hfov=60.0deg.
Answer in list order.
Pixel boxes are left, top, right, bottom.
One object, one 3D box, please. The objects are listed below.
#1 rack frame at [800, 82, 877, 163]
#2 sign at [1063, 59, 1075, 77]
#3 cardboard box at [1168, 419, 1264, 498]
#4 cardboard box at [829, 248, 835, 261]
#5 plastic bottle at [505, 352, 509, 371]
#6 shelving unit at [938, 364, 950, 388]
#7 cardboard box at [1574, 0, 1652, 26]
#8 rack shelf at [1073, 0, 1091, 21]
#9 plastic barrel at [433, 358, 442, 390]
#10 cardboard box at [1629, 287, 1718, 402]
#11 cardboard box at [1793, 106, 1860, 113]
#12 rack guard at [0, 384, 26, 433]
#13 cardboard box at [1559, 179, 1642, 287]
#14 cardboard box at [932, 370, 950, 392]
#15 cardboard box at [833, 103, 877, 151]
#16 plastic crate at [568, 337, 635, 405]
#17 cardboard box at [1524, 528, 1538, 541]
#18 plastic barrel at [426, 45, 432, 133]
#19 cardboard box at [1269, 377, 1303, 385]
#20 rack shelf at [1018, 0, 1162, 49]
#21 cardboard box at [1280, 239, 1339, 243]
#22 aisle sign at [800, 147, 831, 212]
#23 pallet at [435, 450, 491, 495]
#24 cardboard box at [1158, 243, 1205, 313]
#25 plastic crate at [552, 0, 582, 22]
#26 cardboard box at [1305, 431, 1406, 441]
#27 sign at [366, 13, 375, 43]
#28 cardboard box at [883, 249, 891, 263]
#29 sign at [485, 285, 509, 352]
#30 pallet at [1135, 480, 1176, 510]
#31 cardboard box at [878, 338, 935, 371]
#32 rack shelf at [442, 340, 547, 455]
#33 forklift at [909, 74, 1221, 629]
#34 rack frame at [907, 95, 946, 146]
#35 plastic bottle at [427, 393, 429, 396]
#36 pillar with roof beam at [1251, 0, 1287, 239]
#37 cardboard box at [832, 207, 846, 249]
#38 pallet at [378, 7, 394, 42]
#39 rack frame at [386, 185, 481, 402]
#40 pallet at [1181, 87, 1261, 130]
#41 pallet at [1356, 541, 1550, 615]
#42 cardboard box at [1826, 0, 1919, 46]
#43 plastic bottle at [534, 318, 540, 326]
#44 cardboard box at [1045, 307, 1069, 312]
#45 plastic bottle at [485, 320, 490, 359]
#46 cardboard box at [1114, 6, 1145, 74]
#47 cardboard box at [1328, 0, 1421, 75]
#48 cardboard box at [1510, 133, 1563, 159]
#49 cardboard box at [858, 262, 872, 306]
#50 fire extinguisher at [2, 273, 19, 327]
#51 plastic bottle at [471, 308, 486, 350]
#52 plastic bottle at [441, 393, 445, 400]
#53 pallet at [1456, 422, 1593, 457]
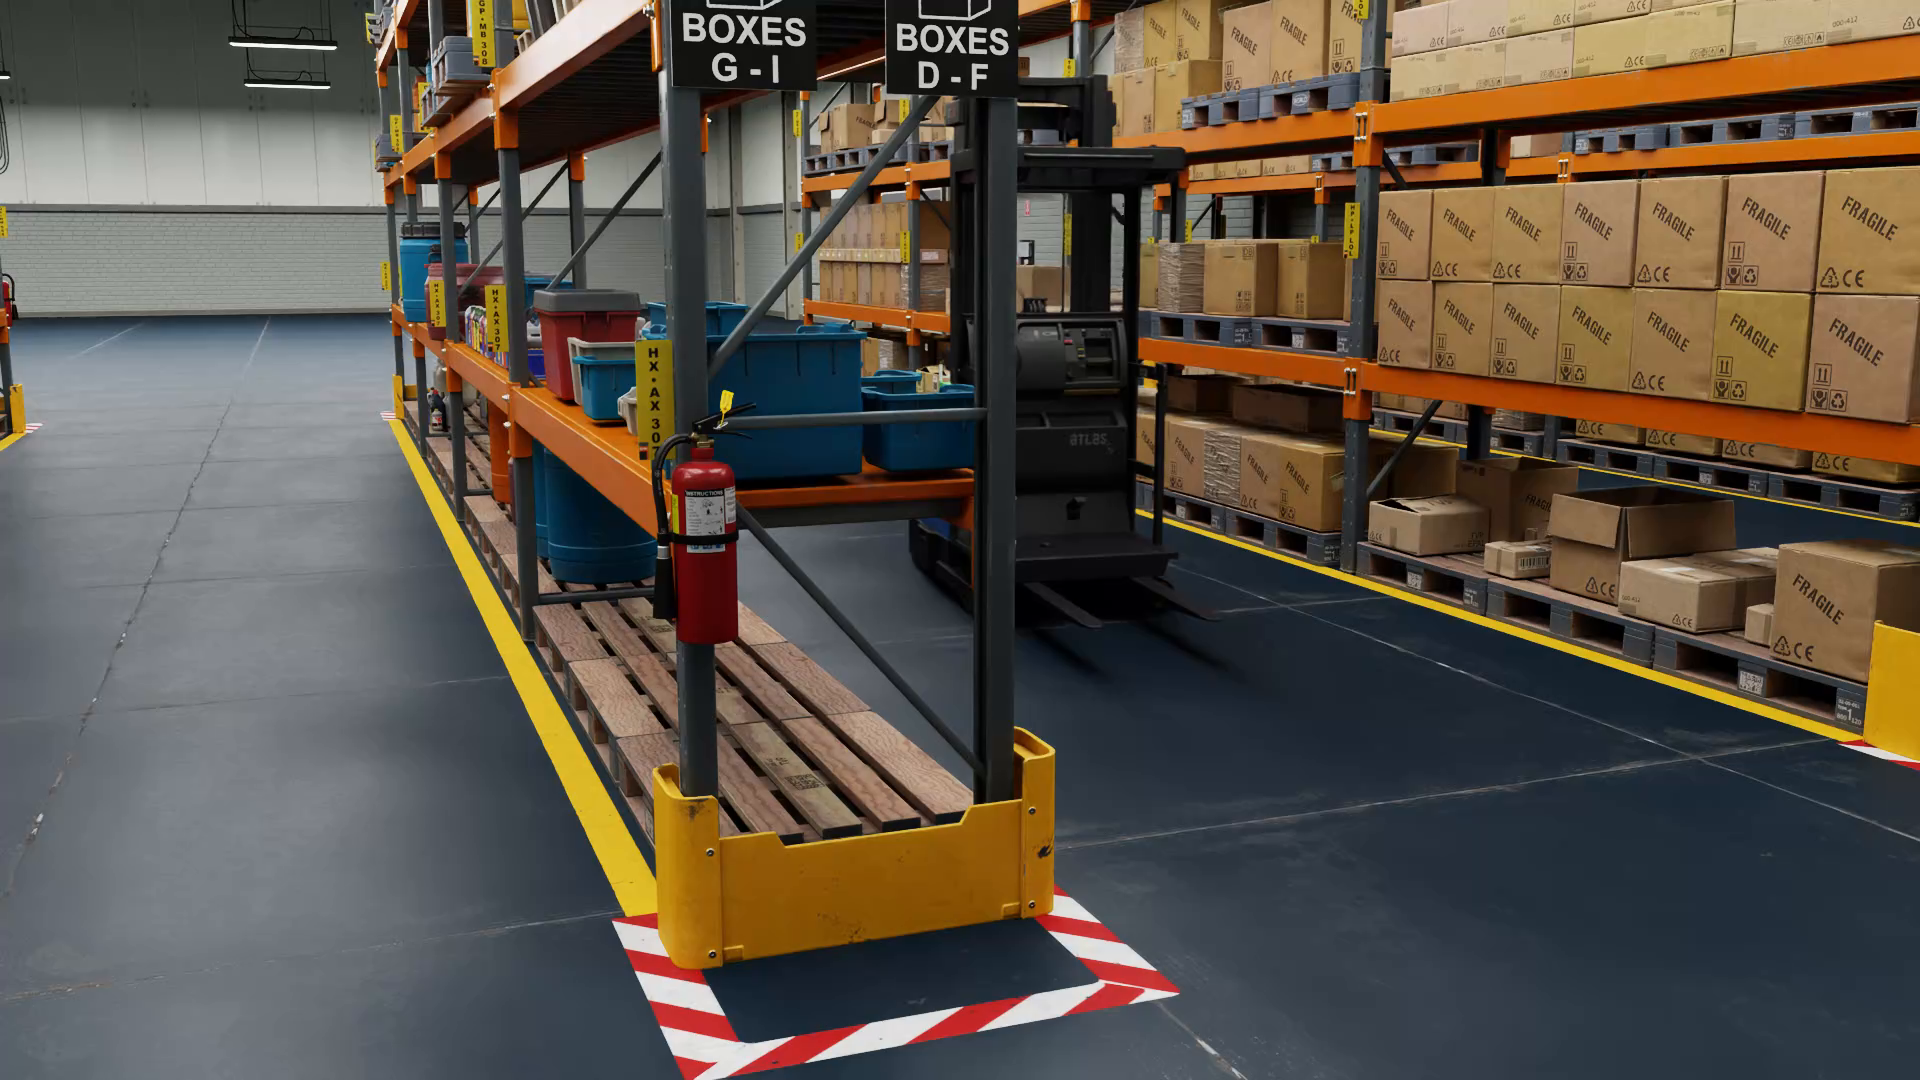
[{"bbox_3d":[-1.503,-6.217,20.675,1.000,3.000,0.127,-4,11,-21],"label":"rack frame"},{"bbox_3d":[0.876,-3.694,13.354,0.100,0.325,0.005,-4,11,-21],"label":"sign"},{"bbox_3d":[1.861,-0.599,12.103,0.500,0.500,0.500,-4,11,-23],"label":"cardboard box"},{"bbox_3d":[-1.374,-3.470,20.227,0.380,0.149,0.250,-4,11,-21],"label":"cardboard box"},{"bbox_3d":[-2.477,-1.126,9.326,0.144,0.351,0.185,-4,11,-21],"label":"plastic bottle"},{"bbox_3d":[0.060,-0.564,11.163,0.258,1.200,0.503,-4,11,-21],"label":"shelving unit"},{"bbox_3d":[3.325,-2.613,7.981,0.500,0.250,0.500,-4,11,-21],"label":"cardboard box"},{"bbox_3d":[2.121,-4.034,11.597,1.077,0.370,4.000,-4,11,-21],"label":"rack shelf"},{"bbox_3d":[-5.811,-1.829,19.041,0.421,0.512,0.421,0,10,0],"label":"plastic barrel"},{"bbox_3d":[3.512,-0.923,7.758,0.500,0.500,0.500,-4,11,-20],"label":"cardboard box"},{"bbox_3d":[6.983,-3.600,12.984,0.700,0.500,0.500,-4,11,-22],"label":"cardboard box"},{"bbox_3d":[-10.710,-1.392,17.819,1.175,0.500,0.348,-4,11,-21],"label":"rack guard"},{"bbox_3d":[3.316,-1.499,8.141,0.500,0.500,0.500,-4,11,-19],"label":"cardboard box"},{"bbox_3d":[0.041,-1.574,16.756,0.500,0.311,0.500,-4,11,-22],"label":"cardboard box"},{"bbox_3d":[-1.156,-4.777,19.259,0.500,0.500,0.500,-4,11,-21],"label":"cardboard box"},{"bbox_3d":[-1.391,-0.701,6.963,0.437,0.282,0.530,-4,11,-21],"label":"plastic crate"},{"bbox_3d":[3.508,0.015,9.656,0.380,0.149,0.250,-4,11,-21],"label":"cardboard box"},{"bbox_3d":[-4.932,-4.396,16.374,0.600,0.901,0.708,-4,11,-21],"label":"plastic barrel"},{"bbox_3d":[4.149,-2.078,20.419,0.500,0.500,0.500,-5,11,-25],"label":"cardboard box"},{"bbox_3d":[0.671,-4.686,15.267,1.077,0.370,4.000,-4,11,-21],"label":"rack shelf"},{"bbox_3d":[4.103,-3.288,19.570,0.500,0.500,0.500,-4,11,-21],"label":"cardboard box"},{"bbox_3d":[-1.812,-4.534,20.924,0.394,0.787,0.004,-4,11,-21],"label":"aisle sign"},{"bbox_3d":[-3.905,-0.599,14.182,1.003,0.211,1.213,-4,11,-21],"label":"pallet"},{"bbox_3d":[1.883,-1.956,12.369,0.700,0.500,0.500,-2,10,-10],"label":"cardboard box"},{"bbox_3d":[-1.303,-2.006,6.323,0.437,0.136,0.530,-4,11,-21],"label":"plastic crate"},{"bbox_3d":[2.694,-0.471,11.386,0.500,0.500,0.500,-4,11,-20],"label":"cardboard box"},{"bbox_3d":[-6.635,-5.766,18.737,0.100,0.325,0.005,-4,11,-21],"label":"sign"},{"bbox_3d":[-0.633,-3.136,18.345,0.380,0.149,0.250,-4,11,-21],"label":"cardboard box"},{"bbox_3d":[-2.286,-1.092,8.206,0.100,0.325,0.005,-4,11,-21],"label":"sign"},{"bbox_3d":[1.632,-0.460,13.405,1.003,0.211,1.213,-4,11,-21],"label":"pallet"},{"bbox_3d":[-0.595,-1.977,18.479,0.500,0.500,0.500,-4,11,-21],"label":"cardboard box"},{"bbox_3d":[-2.497,-0.963,10.323,1.077,0.370,4.000,-4,11,-21],"label":"rack shelf"},{"bbox_3d":[0.547,-1.083,9.139,1.130,2.935,3.031,-3,10,-15],"label":"forklift"},{"bbox_3d":[-0.053,-5.564,17.005,1.000,3.000,0.127,-4,11,-21],"label":"rack frame"},{"bbox_3d":[-5.415,-1.370,17.077,0.152,0.276,0.135,-4,11,-20],"label":"plastic bottle"},{"bbox_3d":[0.160,-6.199,20.576,9.100,9.000,0.400,-4,11,-21],"label":"pillar with roof beam"},{"bbox_3d":[-1.131,-3.780,20.116,0.700,0.500,0.500,-4,11,-22],"label":"cardboard box"},{"bbox_3d":[-5.442,-5.293,17.160,1.003,0.211,1.213,-4,11,-21],"label":"pallet"},{"bbox_3d":[-6.121,-2.950,19.437,1.000,3.000,0.127,-4,11,-21],"label":"rack frame"},{"bbox_3d":[2.296,-2.969,11.517,1.213,0.211,1.003,-4,11,-21],"label":"pallet"},{"bbox_3d":[3.094,0.181,9.803,1.003,0.211,1.213,-4,11,-21],"label":"pallet"},{"bbox_3d":[3.863,-2.122,6.646,0.500,0.250,0.500,-4,11,-21],"label":"cardboard box"},{"bbox_3d":[-2.343,-1.135,9.377,0.144,0.351,0.185,-4,11,-21],"label":"plastic bottle"},{"bbox_3d":[0.813,-1.963,14.608,0.380,0.149,0.250,-4,11,-21],"label":"cardboard box"},{"bbox_3d":[-2.864,-1.265,10.322,0.152,0.276,0.135,-4,11,-21],"label":"plastic bottle"},{"bbox_3d":[1.548,-3.904,13.098,0.500,0.500,0.500,-4,11,-21],"label":"cardboard box"},{"bbox_3d":[2.732,-3.173,10.361,0.600,0.600,0.600,-5,11,-26],"label":"cardboard box"},{"bbox_3d":[5.499,-3.816,15.938,0.500,0.311,0.500,-4,11,-21],"label":"cardboard box"},{"bbox_3d":[-0.782,-2.983,19.339,0.700,0.500,0.500,-4,11,-19],"label":"cardboard box"},{"bbox_3d":[-10.349,-2.645,17.946,0.296,0.674,0.183,-4,11,-21],"label":"fire extinguisher"},{"bbox_3d":[-3.199,-1.416,11.170,0.152,0.276,0.135,-4,11,-21],"label":"plastic bottle"},{"bbox_3d":[-5.274,-1.357,16.986,0.061,0.283,0.133,-4,11,-21],"label":"plastic bottle"},{"bbox_3d":[5.730,-1.027,16.592,1.003,0.211,1.213,-4,11,-21],"label":"pallet"}]
